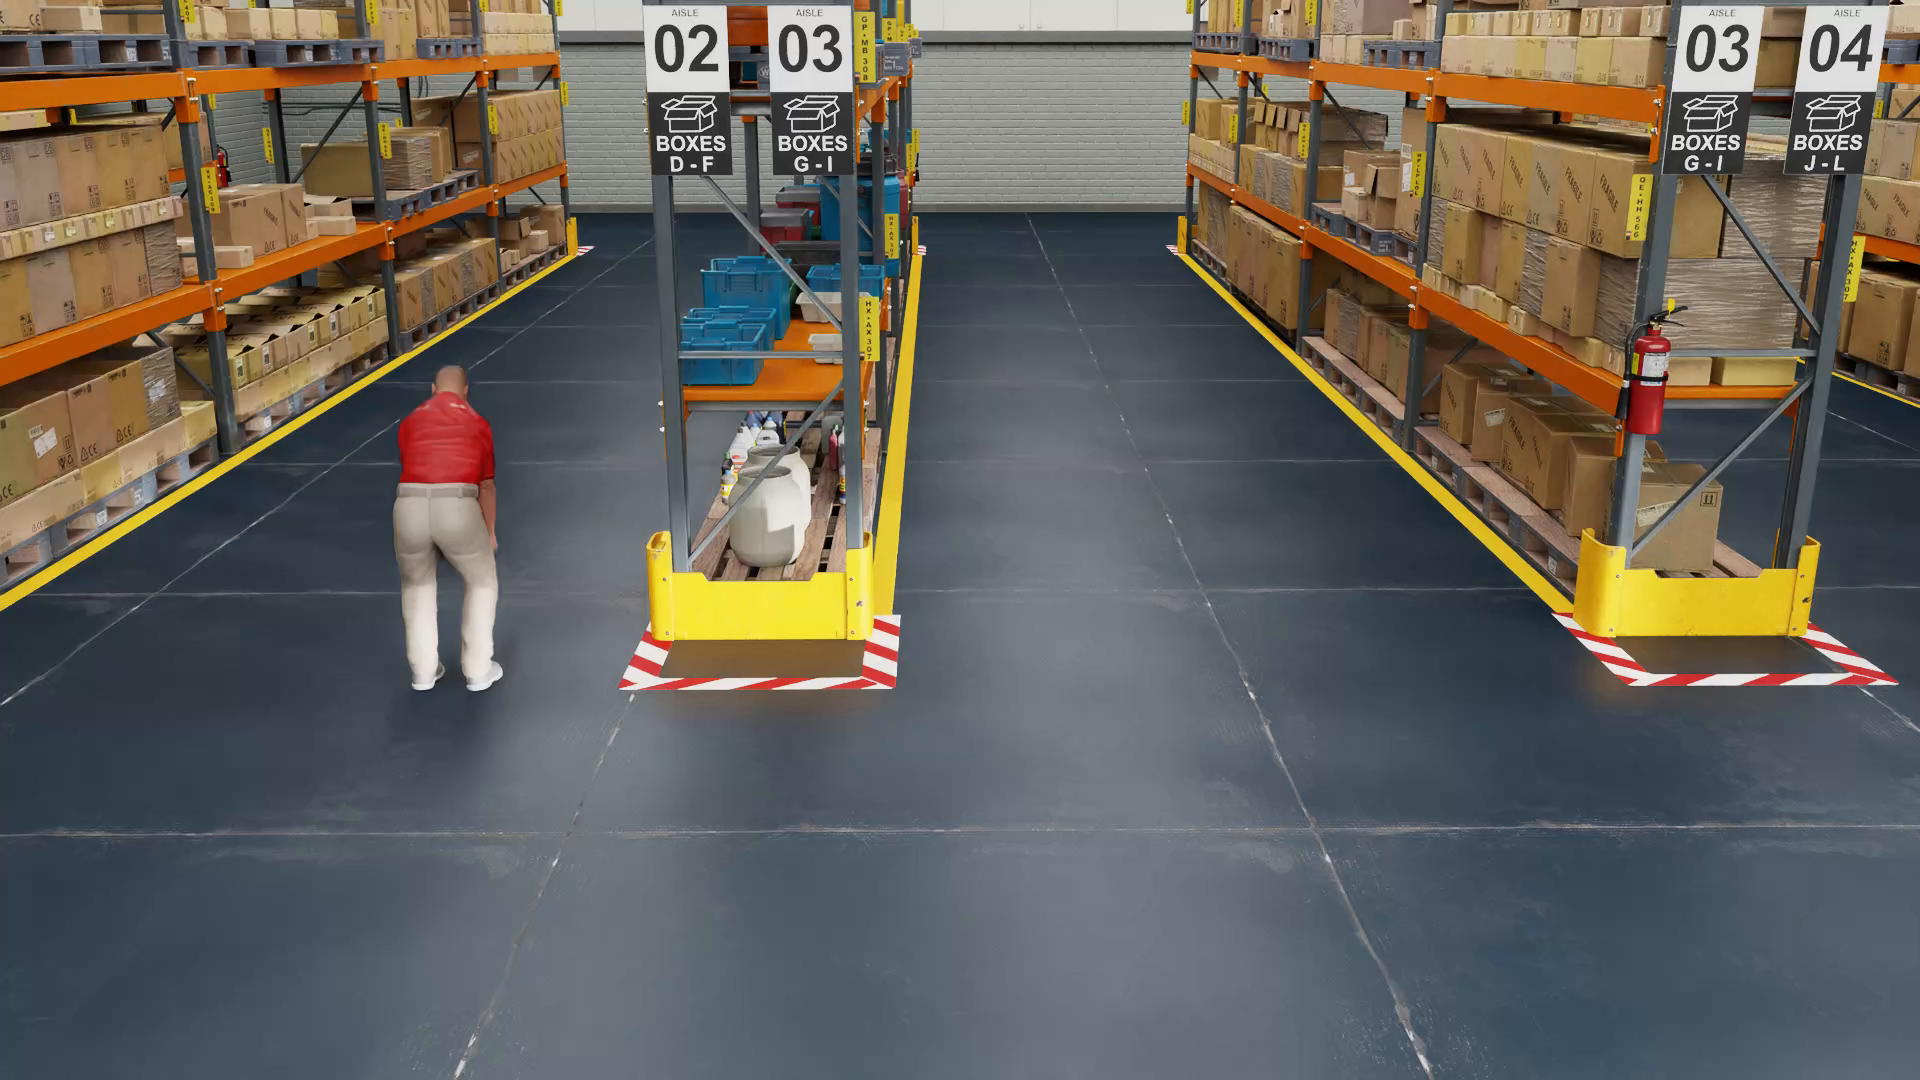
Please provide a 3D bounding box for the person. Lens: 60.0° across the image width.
[{"bbox_3d":[-2.501,-0.062,8.165,0.475,1.509,0.779,-1,17,-2],"label":"person"}]
